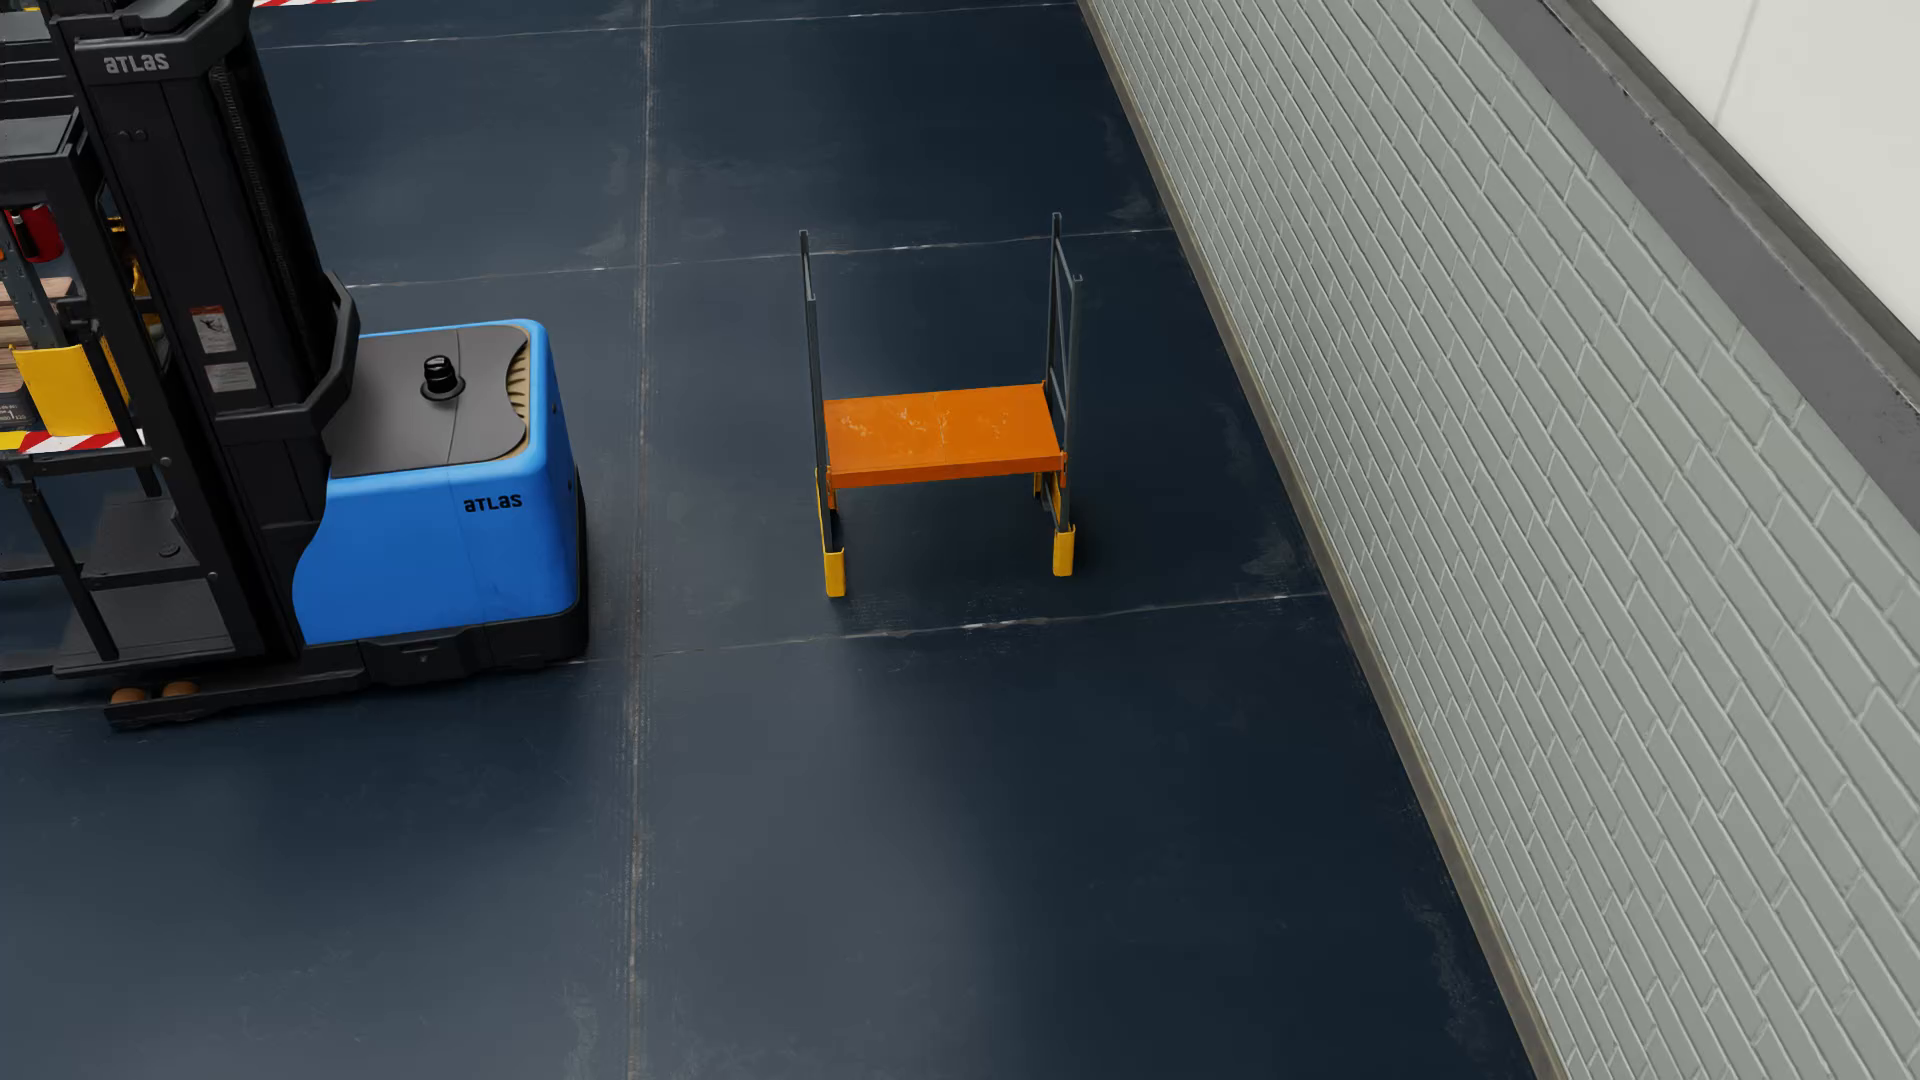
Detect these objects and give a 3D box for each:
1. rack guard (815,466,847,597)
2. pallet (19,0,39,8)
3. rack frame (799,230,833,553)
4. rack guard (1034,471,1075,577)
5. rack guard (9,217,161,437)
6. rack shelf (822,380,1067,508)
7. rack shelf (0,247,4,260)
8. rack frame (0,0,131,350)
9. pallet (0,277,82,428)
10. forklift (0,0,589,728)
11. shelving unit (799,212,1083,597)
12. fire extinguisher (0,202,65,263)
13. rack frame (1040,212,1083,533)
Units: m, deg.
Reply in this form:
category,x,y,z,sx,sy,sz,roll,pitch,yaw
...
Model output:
category,x,y,z,sx,sy,sz,roll,pitch,yaw
rack guard,-0.569,-0.043,7.326,0.087,0.250,0.587,-5,42,-6
pallet,-7.044,-4.071,11.821,1.213,0.211,1.003,-5,42,-6
rack frame,-0.589,-0.505,6.906,0.032,1.500,0.500,-5,42,-6
rack guard,0.418,-0.129,7.422,0.087,0.250,0.587,-5,42,-6
rack guard,-4.311,-1.079,8.288,0.348,0.500,1.175,-5,42,-6
rack shelf,-0.085,-0.416,7.075,1.000,0.185,0.538,-5,42,-6
rack shelf,-6.316,-1.556,7.487,4.000,0.370,1.077,-5,42,-6
rack frame,-4.333,-1.996,7.439,0.127,3.000,1.000,-5,42,-6
pallet,-5.156,-0.915,8.322,1.213,0.211,1.003,-5,42,-6
forklift,-3.108,-0.724,6.080,3.031,2.935,1.130,-7,43,-8
shelving unit,-0.076,-0.550,6.955,1.083,1.500,0.587,-5,42,-6
fire extinguisher,-4.124,-1.540,7.270,0.183,0.674,0.296,-5,42,-6
rack frame,0.419,-0.594,7.004,0.032,1.500,0.500,-5,42,-6
